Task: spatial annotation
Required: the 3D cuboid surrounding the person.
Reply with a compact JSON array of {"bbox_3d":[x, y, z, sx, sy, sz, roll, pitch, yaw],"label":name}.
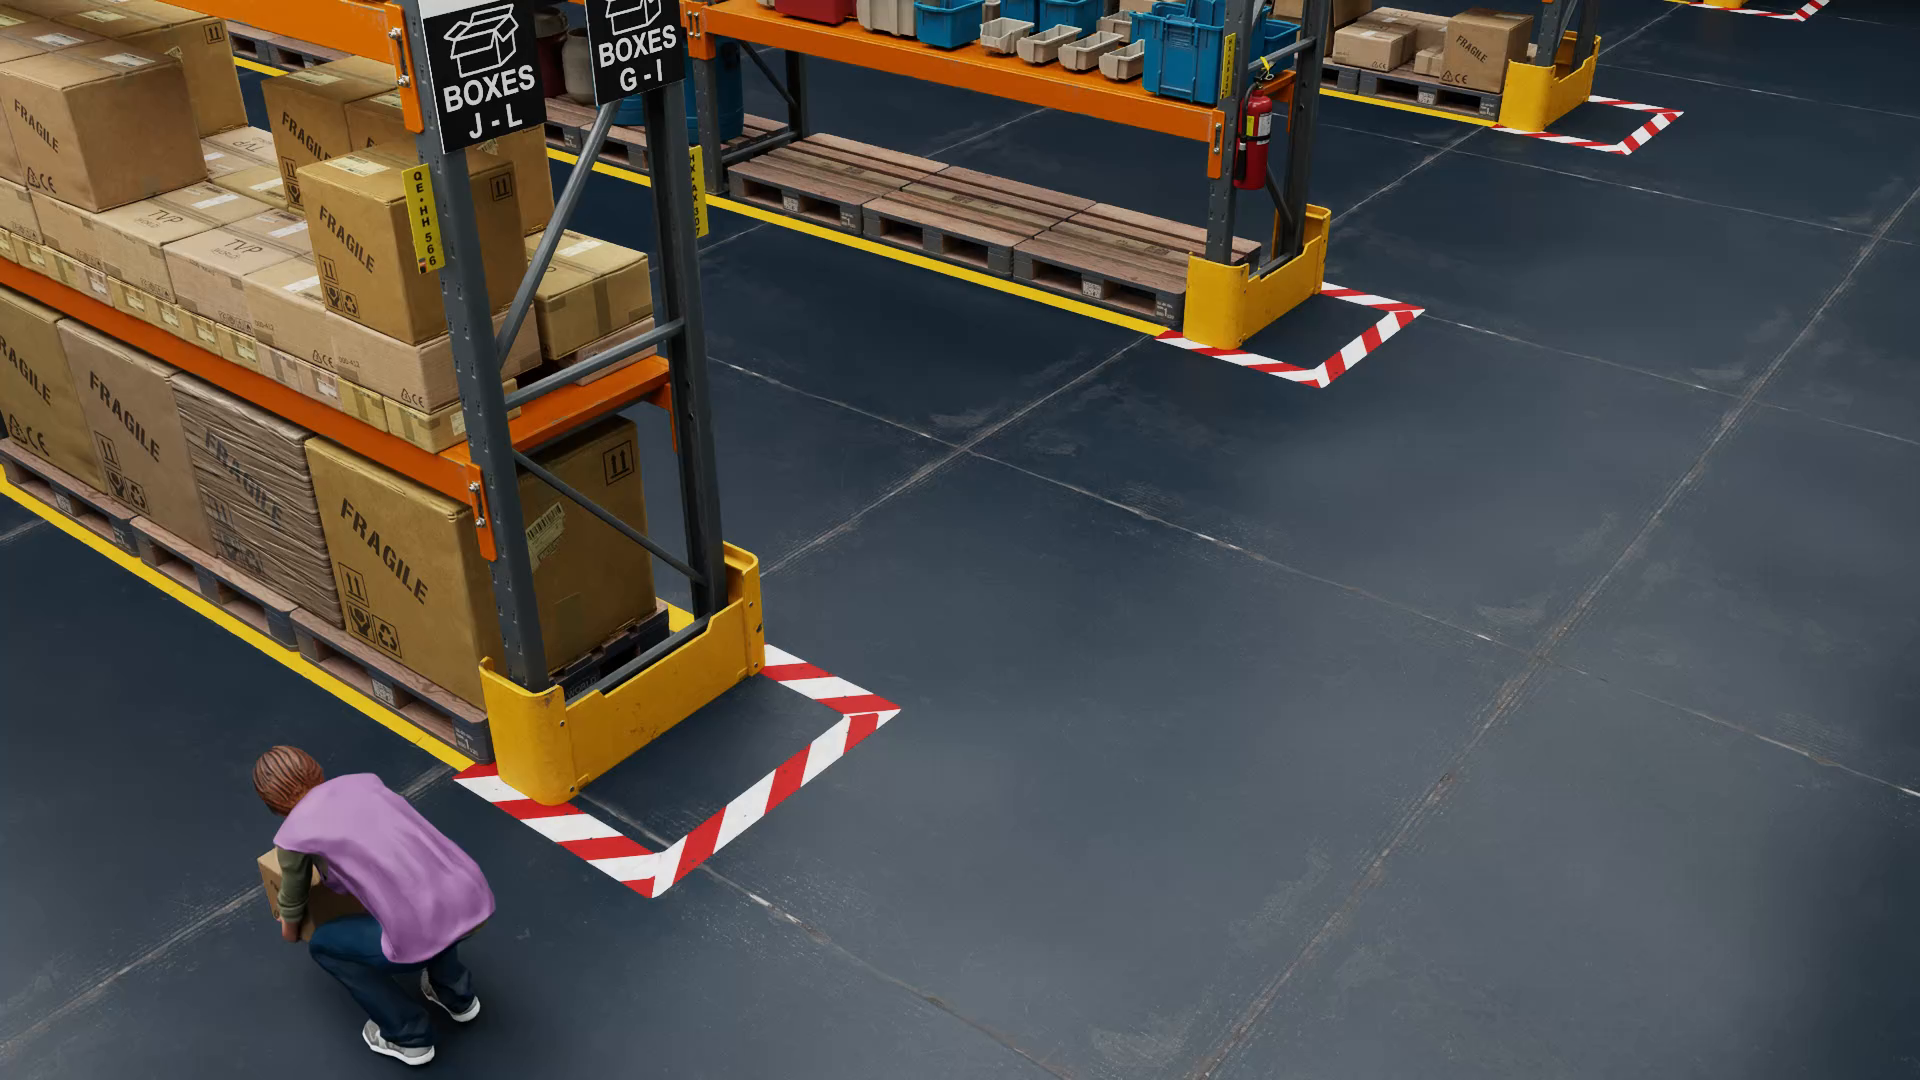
[{"bbox_3d":[-1.757,1.098,5.019,0.841,0.894,0.423,20,37,30],"label":"person"}]
